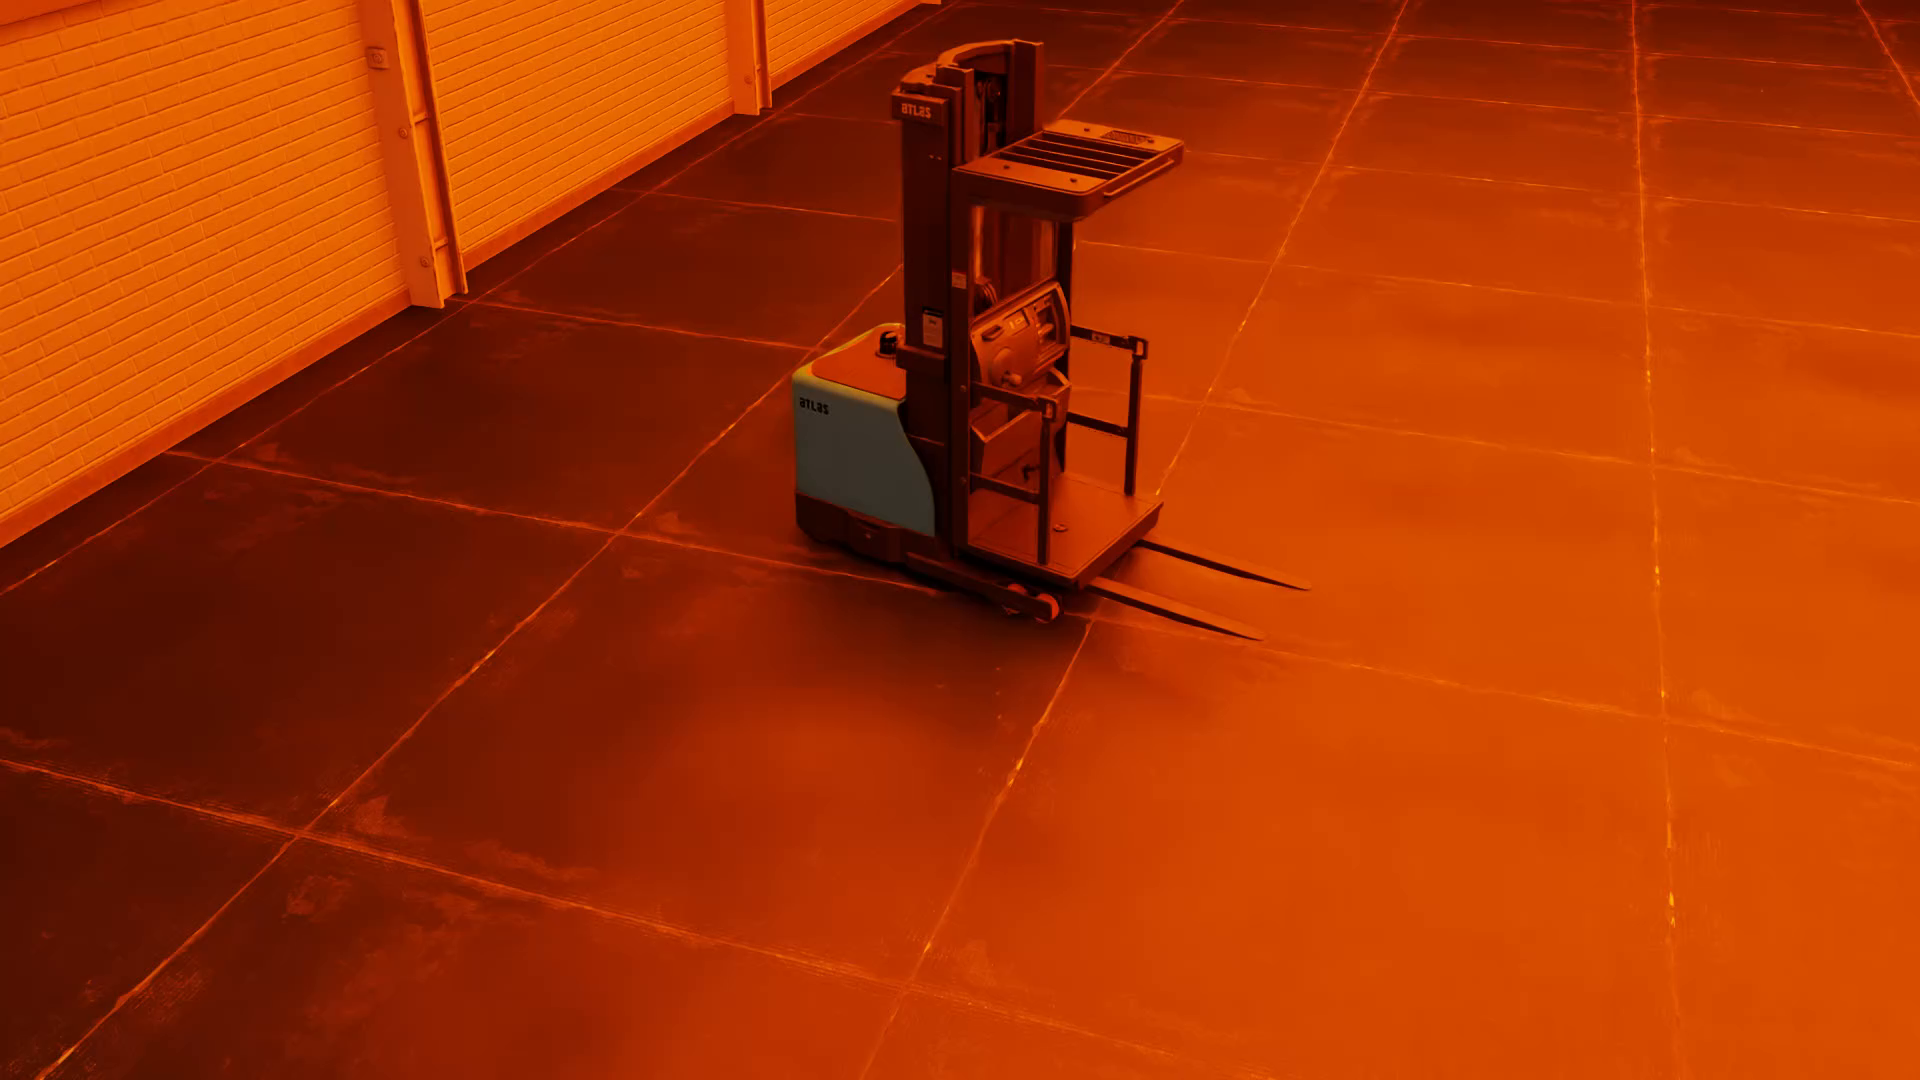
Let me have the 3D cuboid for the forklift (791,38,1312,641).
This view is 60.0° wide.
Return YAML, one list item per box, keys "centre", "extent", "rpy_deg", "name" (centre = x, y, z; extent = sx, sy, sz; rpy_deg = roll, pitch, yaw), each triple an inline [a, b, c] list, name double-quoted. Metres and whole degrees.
- centre: [0.509, -1.107, 9.078]
  extent: [3.031, 2.935, 1.130]
  rpy_deg: [18, 34, 29]
  name: "forklift"

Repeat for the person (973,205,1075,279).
- centre: [0.339, -2.278, 12.330]
  extent: [0.996, 1.762, 0.762]
  rpy_deg: [-1, 30, -1]
  name: "person"
